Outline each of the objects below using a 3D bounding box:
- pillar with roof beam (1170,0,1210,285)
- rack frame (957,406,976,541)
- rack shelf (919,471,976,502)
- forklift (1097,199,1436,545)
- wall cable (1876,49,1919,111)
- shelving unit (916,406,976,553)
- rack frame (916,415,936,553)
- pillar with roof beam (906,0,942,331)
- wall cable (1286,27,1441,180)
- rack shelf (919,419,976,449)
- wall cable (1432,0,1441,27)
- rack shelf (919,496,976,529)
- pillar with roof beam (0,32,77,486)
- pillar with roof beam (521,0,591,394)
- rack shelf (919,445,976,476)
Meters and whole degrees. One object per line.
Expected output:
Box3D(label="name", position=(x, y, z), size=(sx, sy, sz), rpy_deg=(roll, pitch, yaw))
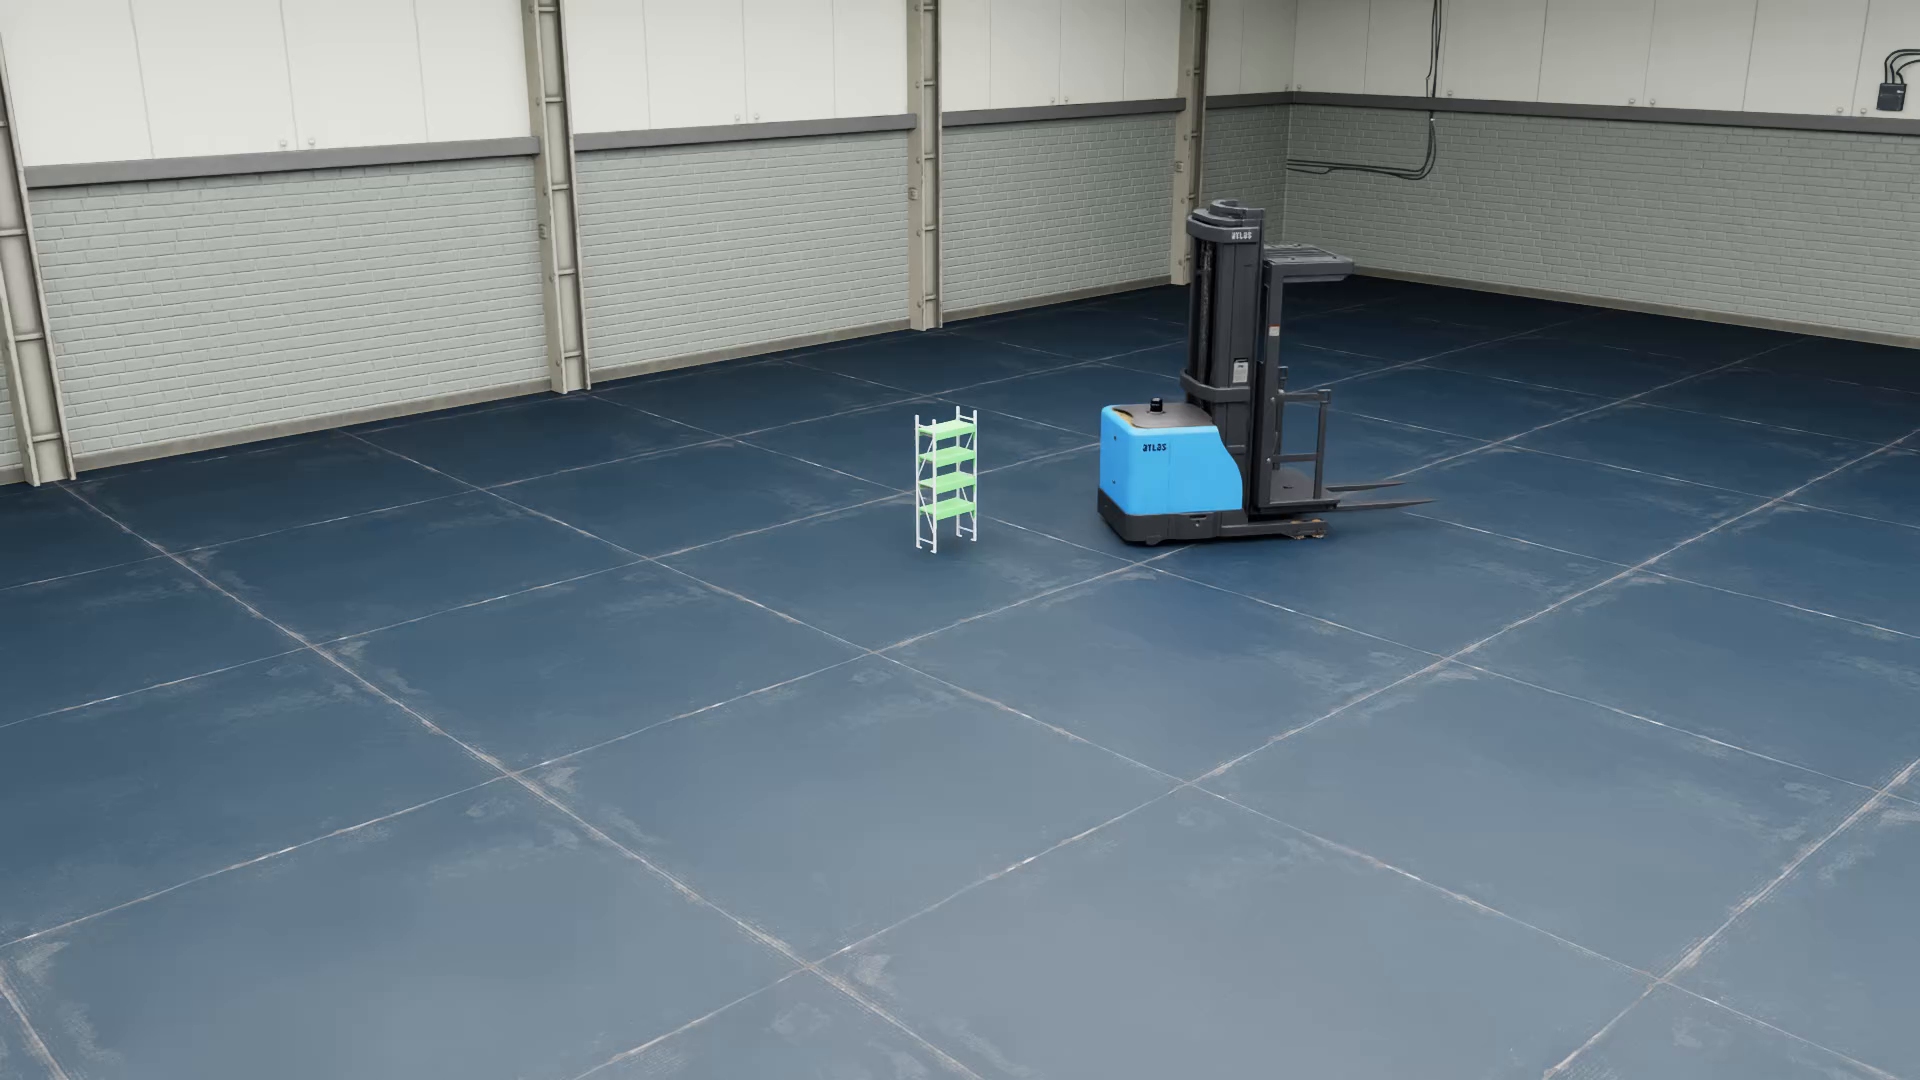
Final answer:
Box3D(label="pillar with roof beam", position=(6.811, -7.743, 24.274), size=(0.400, 9.000, 9.100), rpy_deg=(-16, 24, -41))
Box3D(label="rack frame", position=(0.057, -0.587, 14.851), size=(0.015, 1.200, 0.240), rpy_deg=(-16, 24, -41))
Box3D(label="rack shelf", position=(-0.120, -0.475, 14.711), size=(0.480, 0.148, 0.258), rpy_deg=(-16, 24, -41))
Box3D(label="forklift", position=(2.857, -1.557, 15.034), size=(3.031, 2.935, 1.130), rpy_deg=(-4, 18, -11))
Box3D(label="wall cable", position=(13.413, -8.522, 21.165), size=(0.169, 6.003, 2.305), rpy_deg=(-16, 24, -41))
Box3D(label="shelving unit", position=(-0.120, -0.536, 14.691), size=(0.503, 1.200, 0.258), rpy_deg=(-16, 24, -41))
Box3D(label="rack frame", position=(-0.298, -0.484, 14.532), size=(0.015, 1.200, 0.240), rpy_deg=(-16, 24, -41))
Box3D(label="pillar with roof beam", position=(2.451, -6.471, 20.353), size=(0.400, 9.000, 9.100), rpy_deg=(-16, 24, -41))
Box3D(label="wall cable", position=(6.902, -7.558, 28.740), size=(0.112, 2.526, 3.097), rpy_deg=(-16, 24, -41))
Box3D(label="rack shelf", position=(-0.120, -0.931, 14.563), size=(0.480, 0.148, 0.258), rpy_deg=(-16, 24, -41))
Box3D(label="wall cable", position=(8.761, -9.354, 26.091), size=(0.112, 2.526, 3.097), rpy_deg=(-16, 24, -41))
Box3D(label="rack shelf", position=(-0.120, -0.247, 14.785), size=(0.480, 0.148, 0.258), rpy_deg=(-16, 24, -41))
Box3D(label="pillar with roof beam", position=(-6.268, -3.928, 12.510), size=(0.400, 9.000, 9.100), rpy_deg=(-16, 24, -41))
Box3D(label="pillar with roof beam", position=(-1.908, -5.200, 16.432), size=(0.400, 9.000, 9.100), rpy_deg=(-16, 24, -41))
Box3D(label="rack shelf", position=(-0.120, -0.703, 14.637), size=(0.480, 0.148, 0.258), rpy_deg=(-16, 24, -41))
